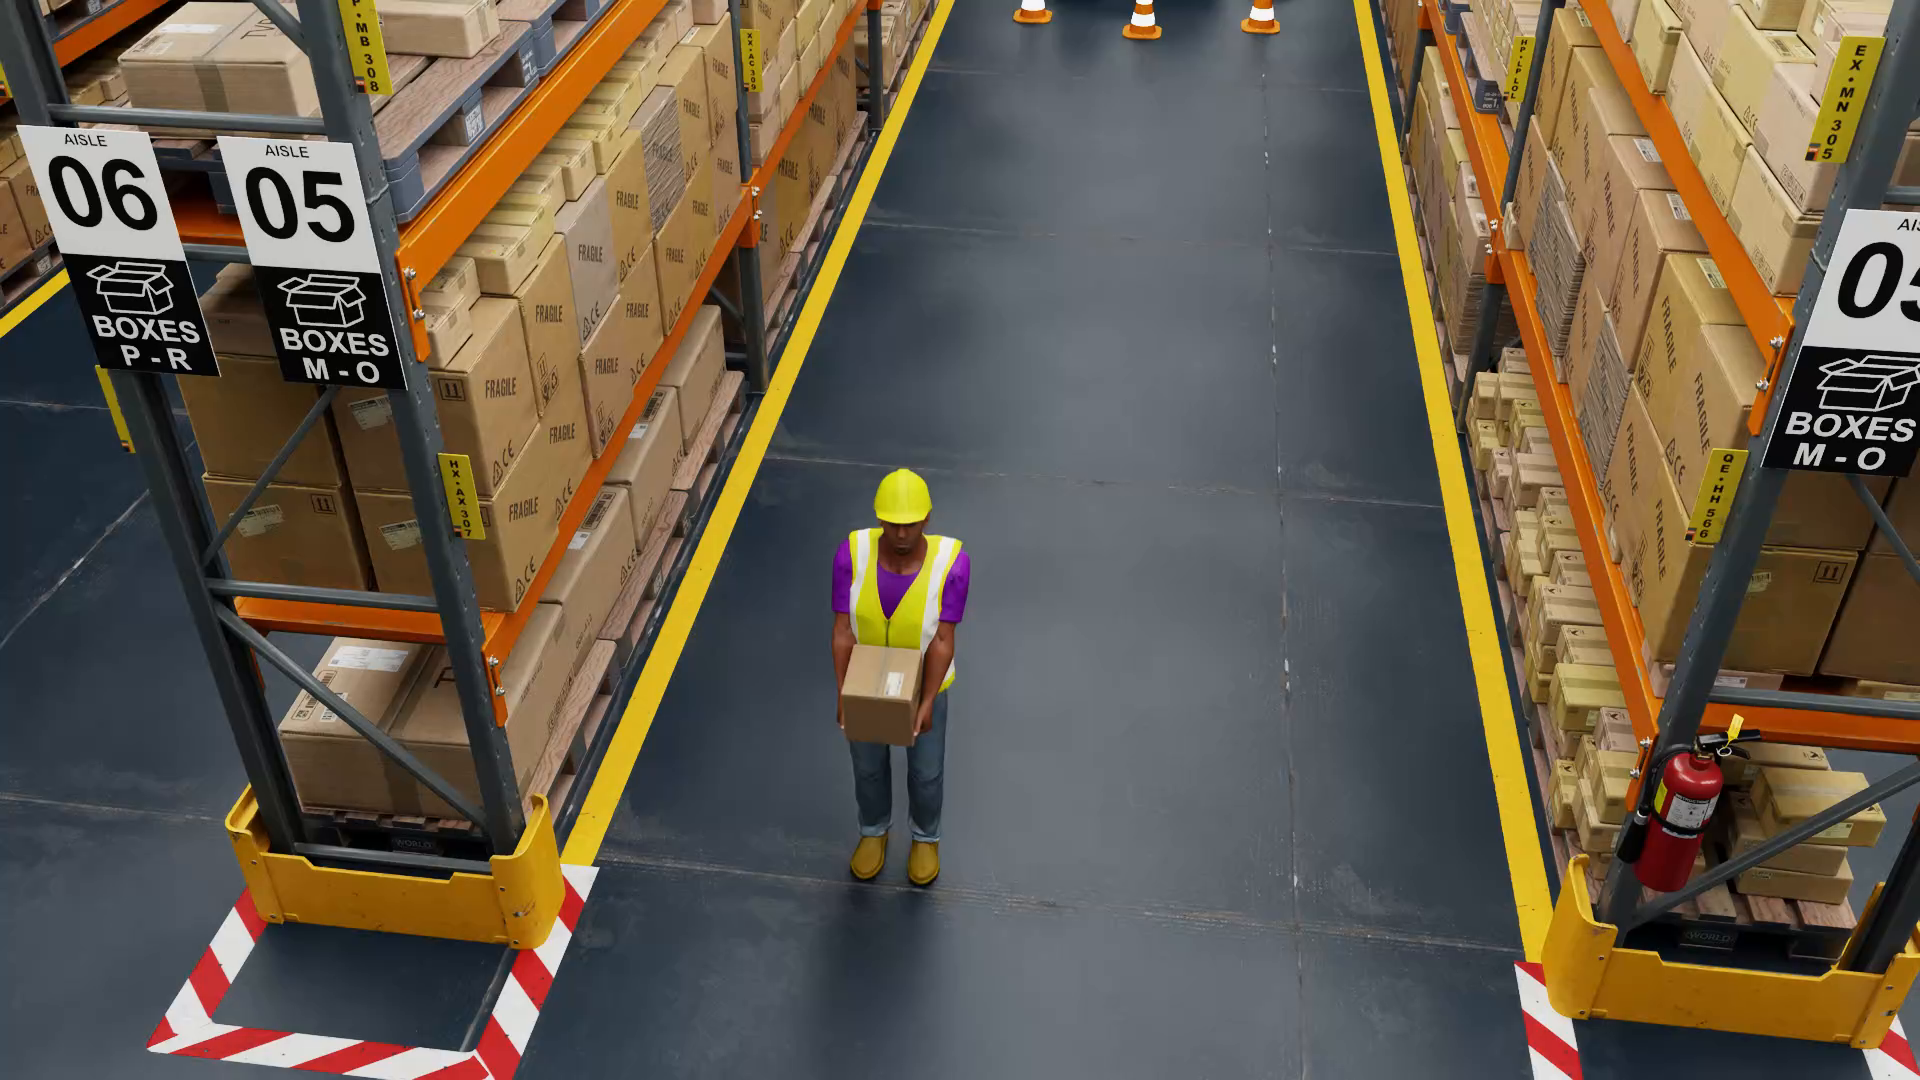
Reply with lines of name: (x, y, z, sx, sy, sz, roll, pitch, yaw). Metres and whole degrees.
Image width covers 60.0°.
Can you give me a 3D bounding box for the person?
person: (-0.235, 0.580, 6.225, 0.503, 1.760, 0.587, 5, 36, 7)
